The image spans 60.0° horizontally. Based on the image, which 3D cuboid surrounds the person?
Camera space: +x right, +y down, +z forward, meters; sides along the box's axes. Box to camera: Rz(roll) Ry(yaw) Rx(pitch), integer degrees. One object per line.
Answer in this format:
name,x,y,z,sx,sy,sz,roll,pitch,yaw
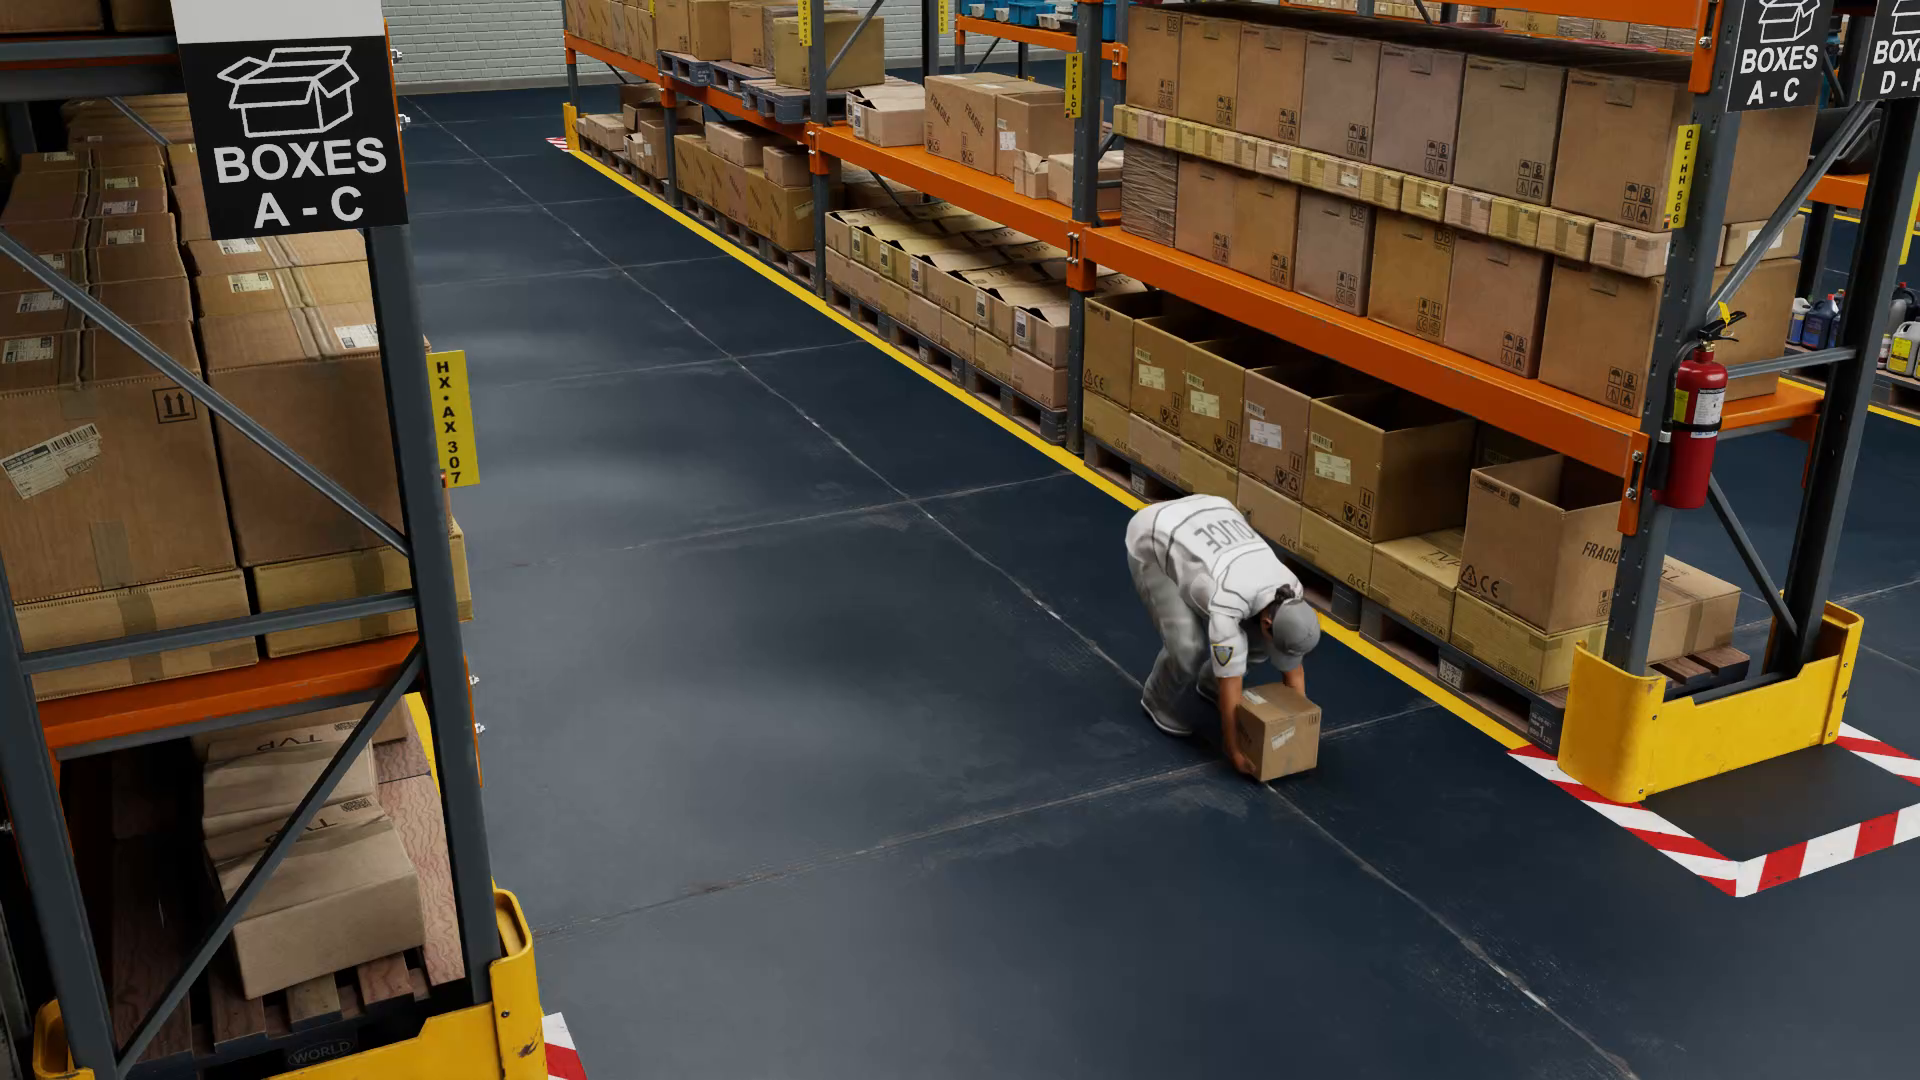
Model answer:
person,1.011,0.331,6.309,0.520,0.887,0.937,-12,25,-27
